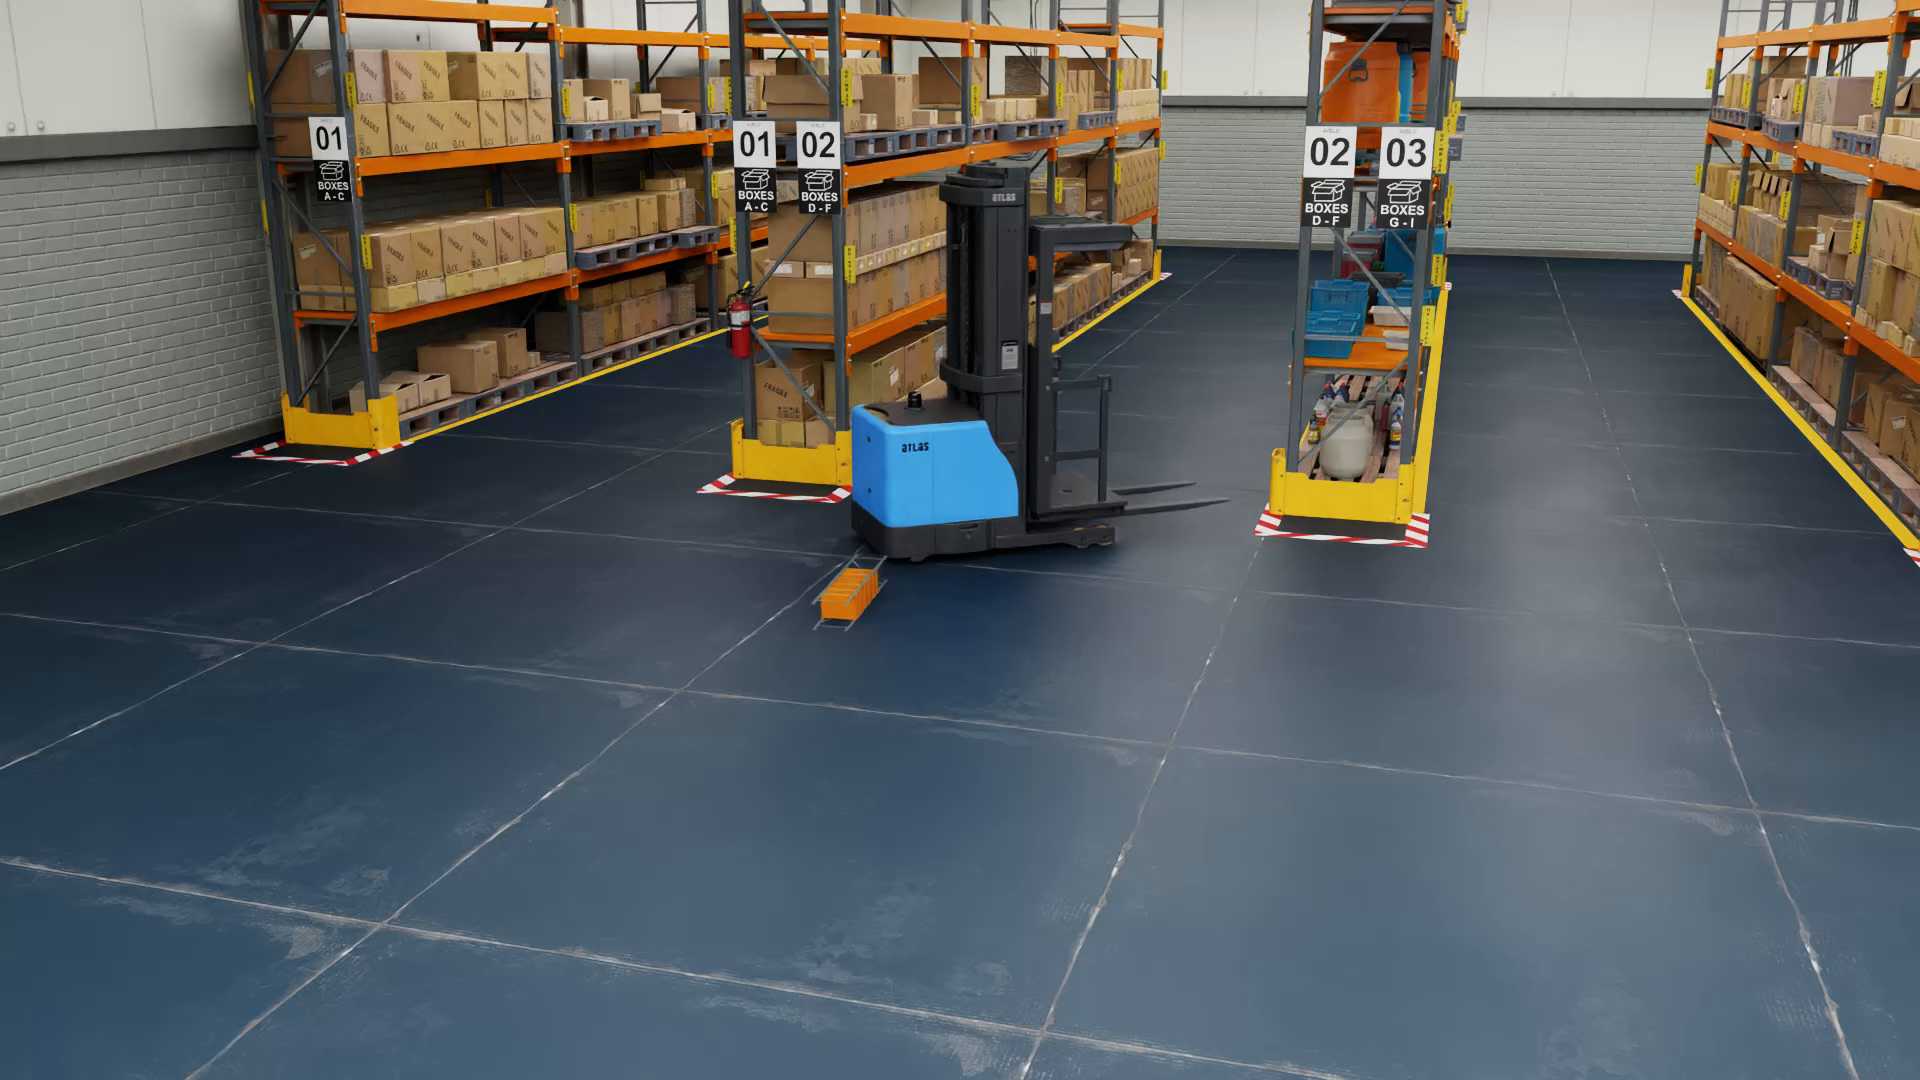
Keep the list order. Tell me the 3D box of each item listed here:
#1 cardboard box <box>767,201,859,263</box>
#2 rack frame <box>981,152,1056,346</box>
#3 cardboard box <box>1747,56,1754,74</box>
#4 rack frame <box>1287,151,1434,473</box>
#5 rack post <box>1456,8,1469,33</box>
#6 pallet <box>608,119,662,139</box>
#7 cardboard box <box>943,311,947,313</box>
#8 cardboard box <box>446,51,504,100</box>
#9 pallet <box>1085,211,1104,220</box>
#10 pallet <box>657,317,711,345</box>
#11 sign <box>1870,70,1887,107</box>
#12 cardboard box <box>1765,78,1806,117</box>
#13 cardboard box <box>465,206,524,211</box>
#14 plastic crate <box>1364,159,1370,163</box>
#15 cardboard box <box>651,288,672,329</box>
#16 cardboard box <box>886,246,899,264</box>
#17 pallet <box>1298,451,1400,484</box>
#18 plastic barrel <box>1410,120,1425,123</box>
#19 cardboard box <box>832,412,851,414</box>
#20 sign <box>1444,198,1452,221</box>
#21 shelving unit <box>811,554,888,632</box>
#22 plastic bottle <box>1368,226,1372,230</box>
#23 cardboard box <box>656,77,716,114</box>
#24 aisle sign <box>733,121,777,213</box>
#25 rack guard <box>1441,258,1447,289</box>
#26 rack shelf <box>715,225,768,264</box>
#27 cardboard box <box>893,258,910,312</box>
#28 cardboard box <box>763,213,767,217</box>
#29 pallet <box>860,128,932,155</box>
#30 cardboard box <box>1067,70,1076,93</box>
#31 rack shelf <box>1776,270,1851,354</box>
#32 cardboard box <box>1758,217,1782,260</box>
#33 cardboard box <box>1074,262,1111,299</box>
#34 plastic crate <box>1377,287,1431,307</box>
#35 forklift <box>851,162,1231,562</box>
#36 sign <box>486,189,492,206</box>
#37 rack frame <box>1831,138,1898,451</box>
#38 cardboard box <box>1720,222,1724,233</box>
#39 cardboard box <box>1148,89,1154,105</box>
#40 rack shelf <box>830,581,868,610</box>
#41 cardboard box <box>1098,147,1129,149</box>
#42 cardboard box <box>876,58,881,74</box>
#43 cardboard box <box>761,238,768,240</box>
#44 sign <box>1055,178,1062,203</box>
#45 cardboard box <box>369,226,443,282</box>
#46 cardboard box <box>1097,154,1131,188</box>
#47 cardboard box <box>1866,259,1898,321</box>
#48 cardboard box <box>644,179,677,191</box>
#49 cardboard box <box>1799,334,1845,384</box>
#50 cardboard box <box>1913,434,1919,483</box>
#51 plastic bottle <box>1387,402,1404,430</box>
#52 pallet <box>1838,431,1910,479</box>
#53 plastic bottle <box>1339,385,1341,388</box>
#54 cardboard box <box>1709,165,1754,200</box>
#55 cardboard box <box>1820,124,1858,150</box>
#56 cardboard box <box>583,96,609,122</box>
[{"bbox_3d":[-1.342,-2.831,15.254,0.700,0.500,0.500,5,16,16],"label":"cardboard box"},{"bbox_3d":[0.771,-4.117,22.348,1.000,3.000,0.127,5,16,16],"label":"rack frame"},{"bbox_3d":[11.958,-7.015,24.558,0.500,0.250,0.500,4,16,14],"label":"cardboard box"},{"bbox_3d":[3.246,-1.639,13.611,1.000,3.000,0.127,5,16,16],"label":"rack frame"},{"bbox_3d":[6.203,-6.885,22.027,0.937,0.300,0.954,7,17,22],"label":"rack post"},{"bbox_3d":[-4.547,-5.231,21.123,1.213,0.211,1.003,5,16,16],"label":"pallet"},{"bbox_3d":[-0.093,-2.746,20.755,0.500,0.311,0.500,4,16,15],"label":"cardboard box"},{"bbox_3d":[-5.282,-5.002,17.918,0.500,0.500,0.500,4,16,14],"label":"cardboard box"},{"bbox_3d":[1.576,-4.871,25.356,1.003,0.211,1.213,5,16,16],"label":"pallet"},{"bbox_3d":[-4.203,-2.954,23.359,1.003,0.211,1.213,5,16,16],"label":"pallet"},{"bbox_3d":[8.598,-4.225,15.561,0.100,0.325,0.005,5,16,16],"label":"sign"},{"bbox_3d":[11.250,-5.935,22.307,0.700,0.500,0.500,5,17,17],"label":"cardboard box"},{"bbox_3d":[-5.450,-3.645,19.548,0.500,0.500,0.500,4,16,15],"label":"cardboard box"},{"bbox_3d":[3.673,-3.635,15.539,0.336,0.188,0.450,5,16,16],"label":"plastic crate"},{"bbox_3d":[-4.392,-3.191,22.858,0.700,0.500,0.500,5,16,16],"label":"cardboard box"},{"bbox_3d":[-0.820,-2.807,16.358,0.380,0.149,0.250,4,16,15],"label":"cardboard box"},{"bbox_3d":[3.458,-0.533,14.822,1.003,0.211,1.213,5,16,16],"label":"pallet"},{"bbox_3d":[5.382,-4.758,19.363,0.301,0.262,0.301,0,16,0],"label":"plastic barrel"},{"bbox_3d":[-0.998,-1.158,16.183,0.500,0.250,0.500,5,16,16],"label":"cardboard box"},{"bbox_3d":[7.183,-4.869,24.490,0.100,0.325,0.005,5,16,16],"label":"sign"},{"bbox_3d":[-0.763,0.361,11.700,0.258,0.189,1.200,3,16,11],"label":"shelving unit"},{"bbox_3d":[5.550,-4.114,22.550,0.061,0.283,0.133,5,16,16],"label":"plastic bottle"},{"bbox_3d":[-3.899,-6.332,23.670,0.700,0.500,0.500,3,16,12],"label":"cardboard box"},{"bbox_3d":[-1.802,-3.280,14.634,0.394,0.787,0.004,5,16,16],"label":"aisle sign"},{"bbox_3d":[7.787,-4.630,28.736,1.175,0.500,0.348,5,16,16],"label":"rack guard"},{"bbox_3d":[-3.411,-4.677,25.642,1.077,0.370,4.000,5,16,16],"label":"rack shelf"},{"bbox_3d":[-0.920,-2.599,16.811,0.700,0.500,0.500,5,17,18],"label":"cardboard box"},{"bbox_3d":[-3.155,-5.211,25.440,0.500,0.500,0.500,5,17,17],"label":"cardboard box"},{"bbox_3d":[-0.932,-3.928,16.345,1.003,0.211,1.213,5,16,16],"label":"pallet"},{"bbox_3d":[1.318,-6.430,23.868,0.600,0.600,0.600,4,16,14],"label":"cardboard box"},{"bbox_3d":[9.700,-2.479,17.889,1.077,0.370,4.000,5,16,16],"label":"rack shelf"},{"bbox_3d":[10.463,-3.810,21.083,0.500,0.500,0.500,4,16,14],"label":"cardboard box"},{"bbox_3d":[2.043,-4.021,25.785,0.500,0.500,0.500,5,16,16],"label":"cardboard box"},{"bbox_3d":[4.328,-2.303,16.226,0.499,0.251,0.616,5,16,16],"label":"plastic crate"},{"bbox_3d":[0.698,-1.470,13.142,3.031,2.935,1.130,-6,17,-19],"label":"forklift"},{"bbox_3d":[-5.649,-4.053,20.000,0.100,0.325,0.005,5,16,16],"label":"sign"},{"bbox_3d":[9.131,-2.301,15.946,1.000,3.000,0.127,5,16,16],"label":"rack frame"},{"bbox_3d":[11.397,-4.581,24.442,0.380,0.149,0.250,5,17,17],"label":"cardboard box"},{"bbox_3d":[3.001,-7.537,28.265,0.500,0.250,0.500,5,16,16],"label":"cardboard box"},{"bbox_3d":[-0.778,0.382,11.629,0.258,0.180,0.103,3,16,11],"label":"rack shelf"},{"bbox_3d":[2.666,-6.644,29.240,0.500,0.500,0.500,5,17,18],"label":"cardboard box"},{"bbox_3d":[-1.652,-8.362,29.766,0.500,0.500,0.500,5,16,16],"label":"cardboard box"},{"bbox_3d":[-2.903,-4.534,26.989,0.750,0.750,0.750,5,17,17],"label":"cardboard box"},{"bbox_3d":[1.304,-4.632,22.041,0.100,0.325,0.005,5,16,16],"label":"sign"},{"bbox_3d":[-5.679,-2.936,17.046,0.500,0.500,0.500,5,16,16],"label":"cardboard box"},{"bbox_3d":[2.458,-5.929,26.721,0.500,0.500,0.500,4,16,14],"label":"cardboard box"},{"bbox_3d":[8.768,-2.252,15.042,0.875,0.500,0.500,5,16,16],"label":"cardboard box"},{"bbox_3d":[-4.126,-4.894,22.909,0.380,0.149,0.250,2,16,7],"label":"cardboard box"},{"bbox_3d":[9.952,-2.034,18.778,0.700,0.500,0.500,3,16,11],"label":"cardboard box"},{"bbox_3d":[8.521,-0.738,14.245,0.500,0.500,0.500,6,17,21],"label":"cardboard box"},{"bbox_3d":[4.280,-1.219,16.316,0.152,0.276,0.135,5,17,17],"label":"plastic bottle"},{"bbox_3d":[8.974,-0.781,15.698,1.003,0.211,1.213,5,16,16],"label":"pallet"},{"bbox_3d":[3.908,-1.446,17.103,0.061,0.283,0.133,5,16,16],"label":"plastic bottle"},{"bbox_3d":[11.863,-5.501,25.583,0.500,0.500,0.500,4,16,14],"label":"cardboard box"},{"bbox_3d":[9.607,-4.346,17.933,0.500,0.250,0.500,5,17,17],"label":"cardboard box"},{"bbox_3d":[-4.709,-5.354,20.605,0.500,0.311,0.500,5,17,18],"label":"cardboard box"}]
